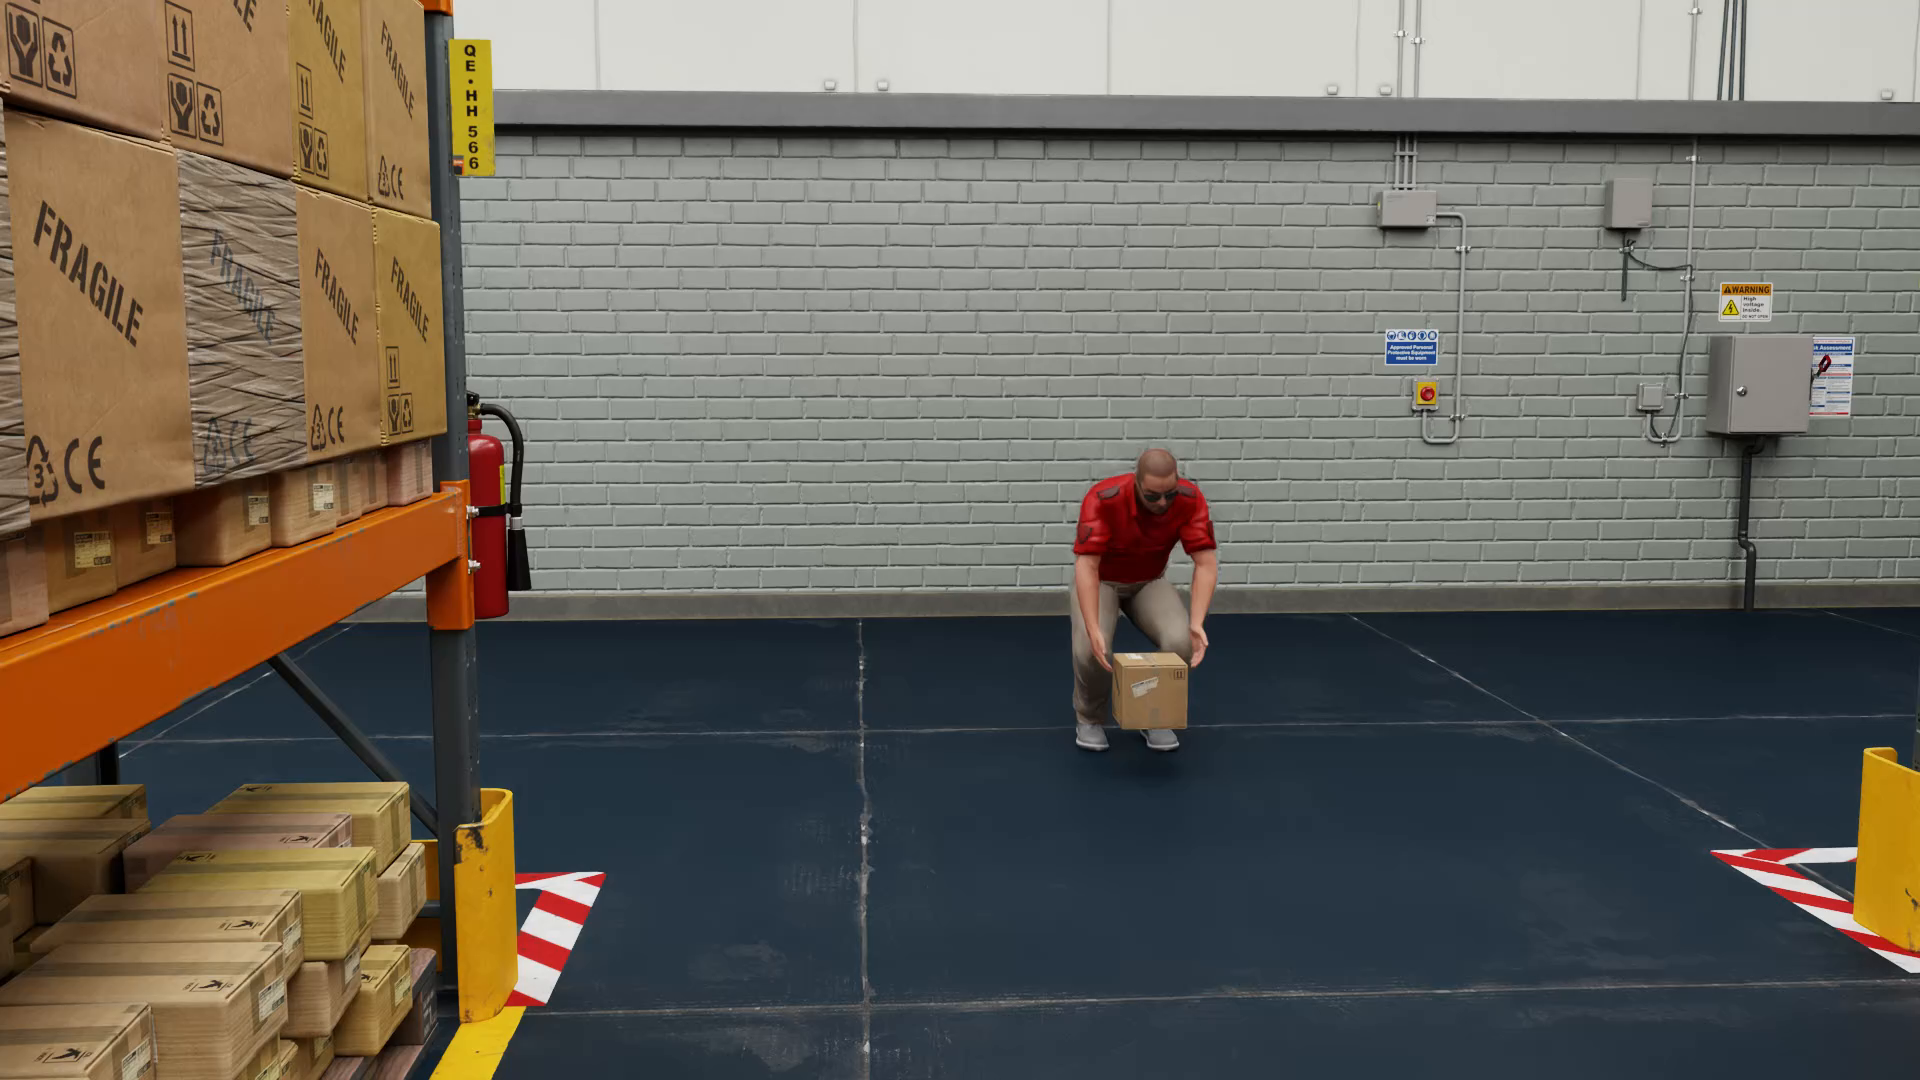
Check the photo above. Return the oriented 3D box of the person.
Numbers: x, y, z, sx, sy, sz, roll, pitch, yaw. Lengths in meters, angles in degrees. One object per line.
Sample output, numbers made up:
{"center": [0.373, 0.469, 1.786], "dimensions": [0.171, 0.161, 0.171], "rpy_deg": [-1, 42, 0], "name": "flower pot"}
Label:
{"center": [0.737, 0.234, 6.839], "dimensions": [0.587, 1.263, 0.778], "rpy_deg": [0, 7, -4], "name": "person"}
